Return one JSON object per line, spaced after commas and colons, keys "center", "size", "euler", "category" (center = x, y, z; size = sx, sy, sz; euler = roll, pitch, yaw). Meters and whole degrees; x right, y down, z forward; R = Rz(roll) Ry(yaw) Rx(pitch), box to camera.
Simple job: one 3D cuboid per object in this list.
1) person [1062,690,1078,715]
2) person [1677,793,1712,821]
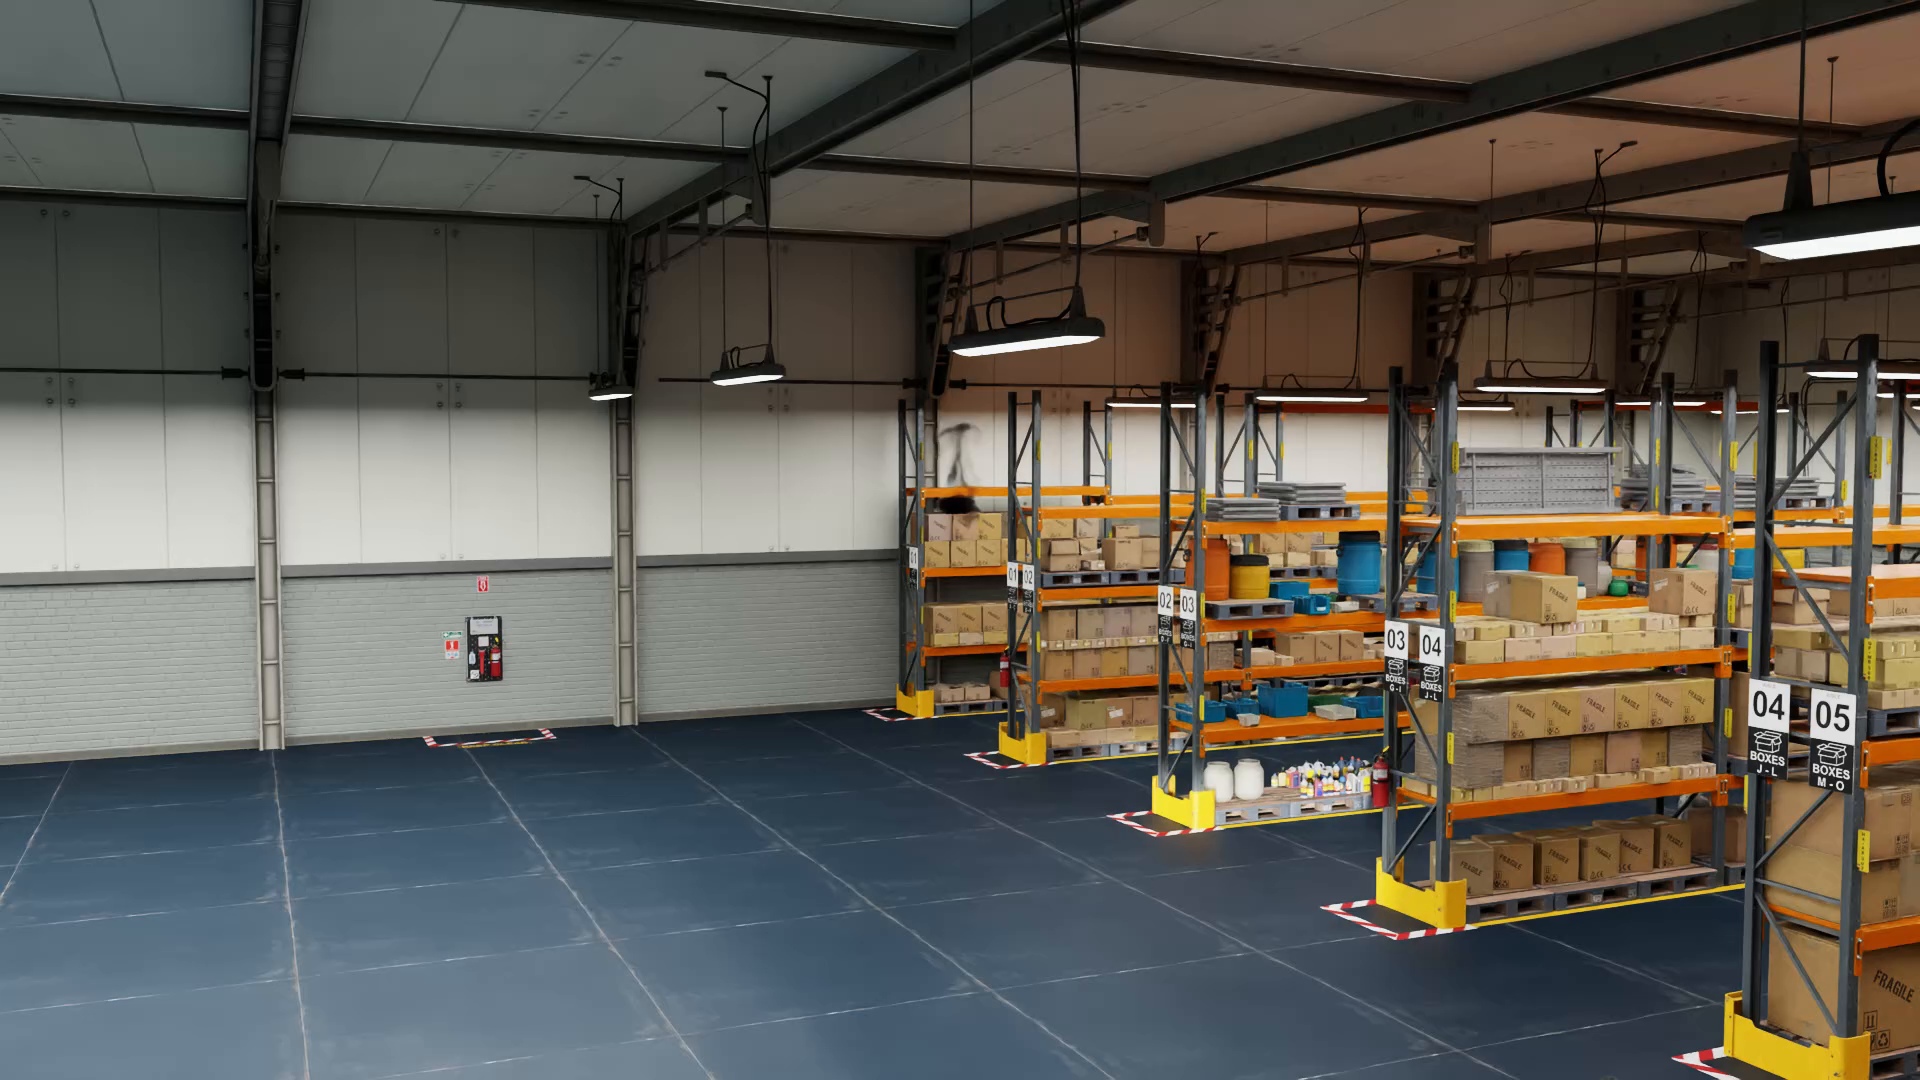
{"center": [1.943, 2.628, 29.618], "size": [0.514, 1.617, 0.570], "euler": [-2, 4, -30], "category": "person"}
{"center": [9.640, 2.999, 21.863], "size": [0.991, 1.763, 0.695], "euler": [-2, 4, -30], "category": "person"}
